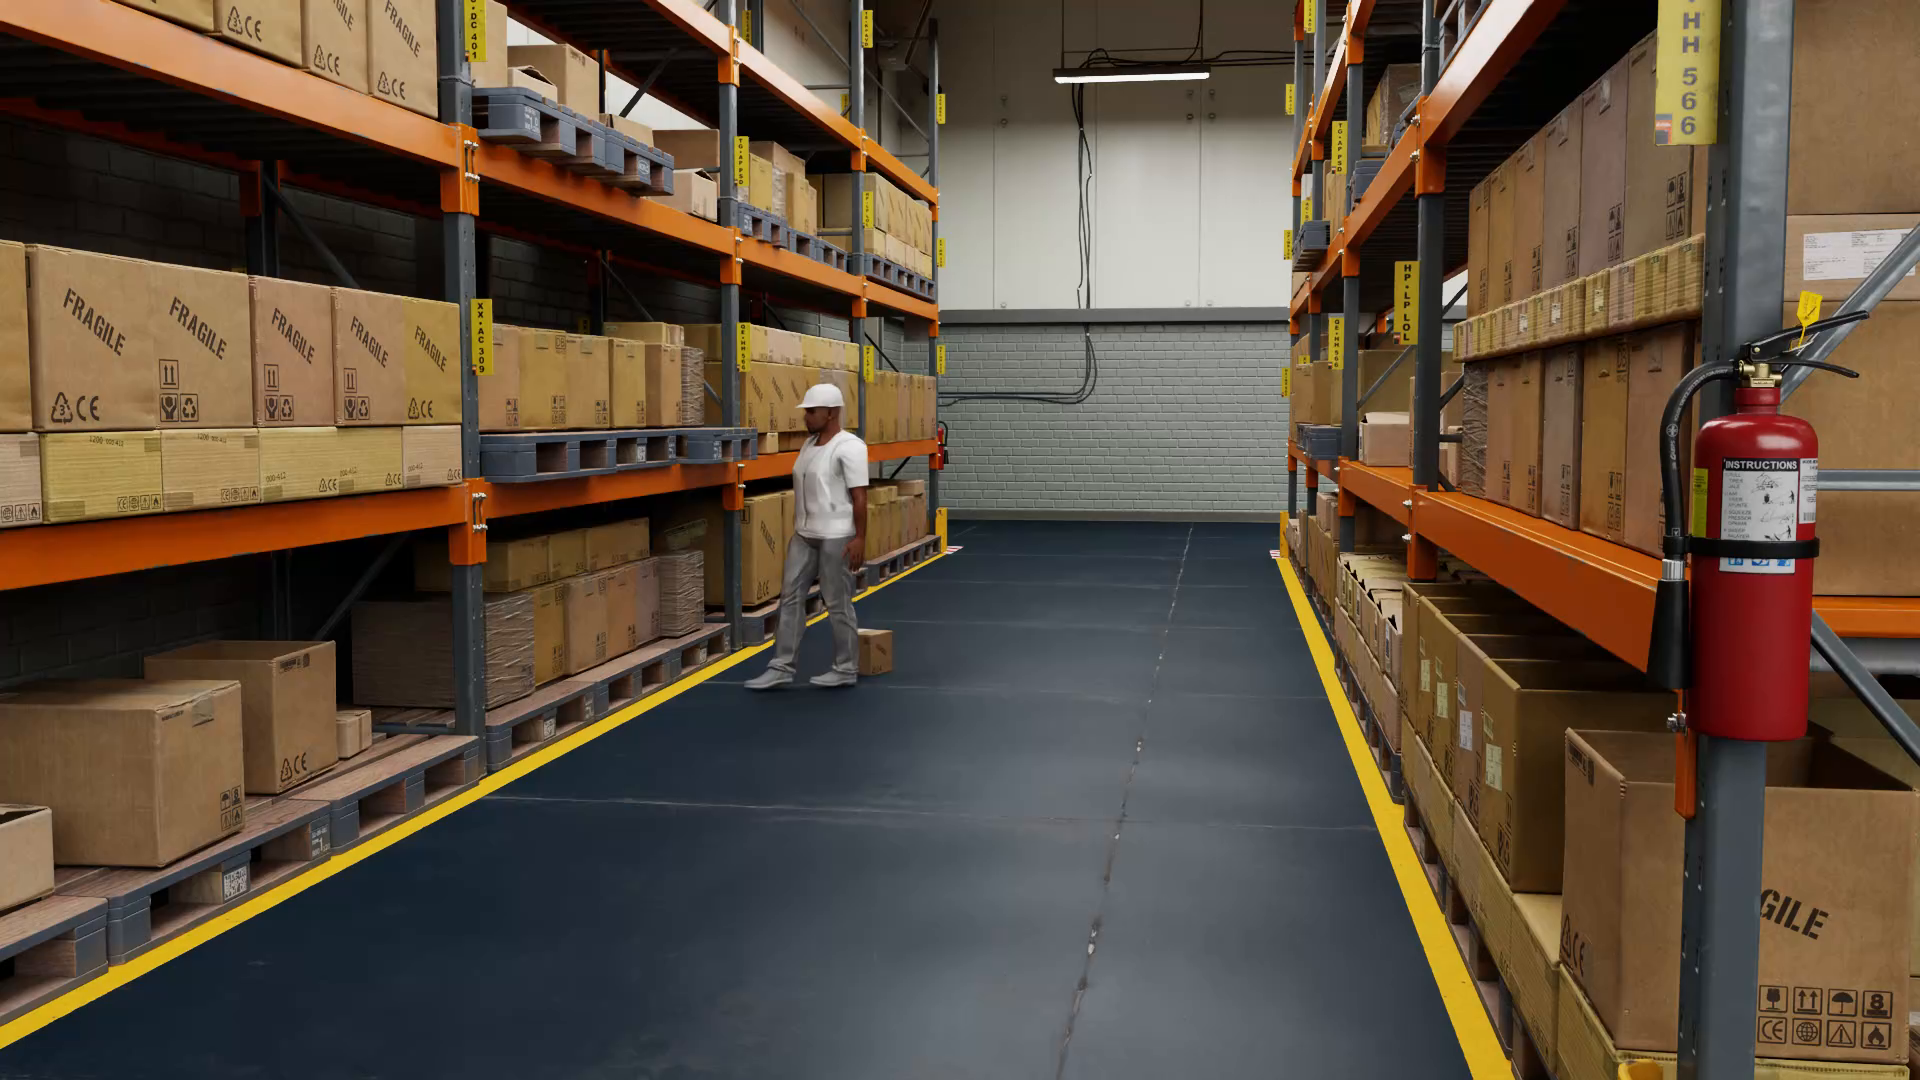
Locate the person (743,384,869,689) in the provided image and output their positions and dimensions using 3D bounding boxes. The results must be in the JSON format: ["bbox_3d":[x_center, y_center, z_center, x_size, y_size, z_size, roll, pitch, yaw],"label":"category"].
[{"bbox_3d":[-0.878,-0.017,9.574,0.669,1.759,0.594,-4,6,-42],"label":"person"}]
